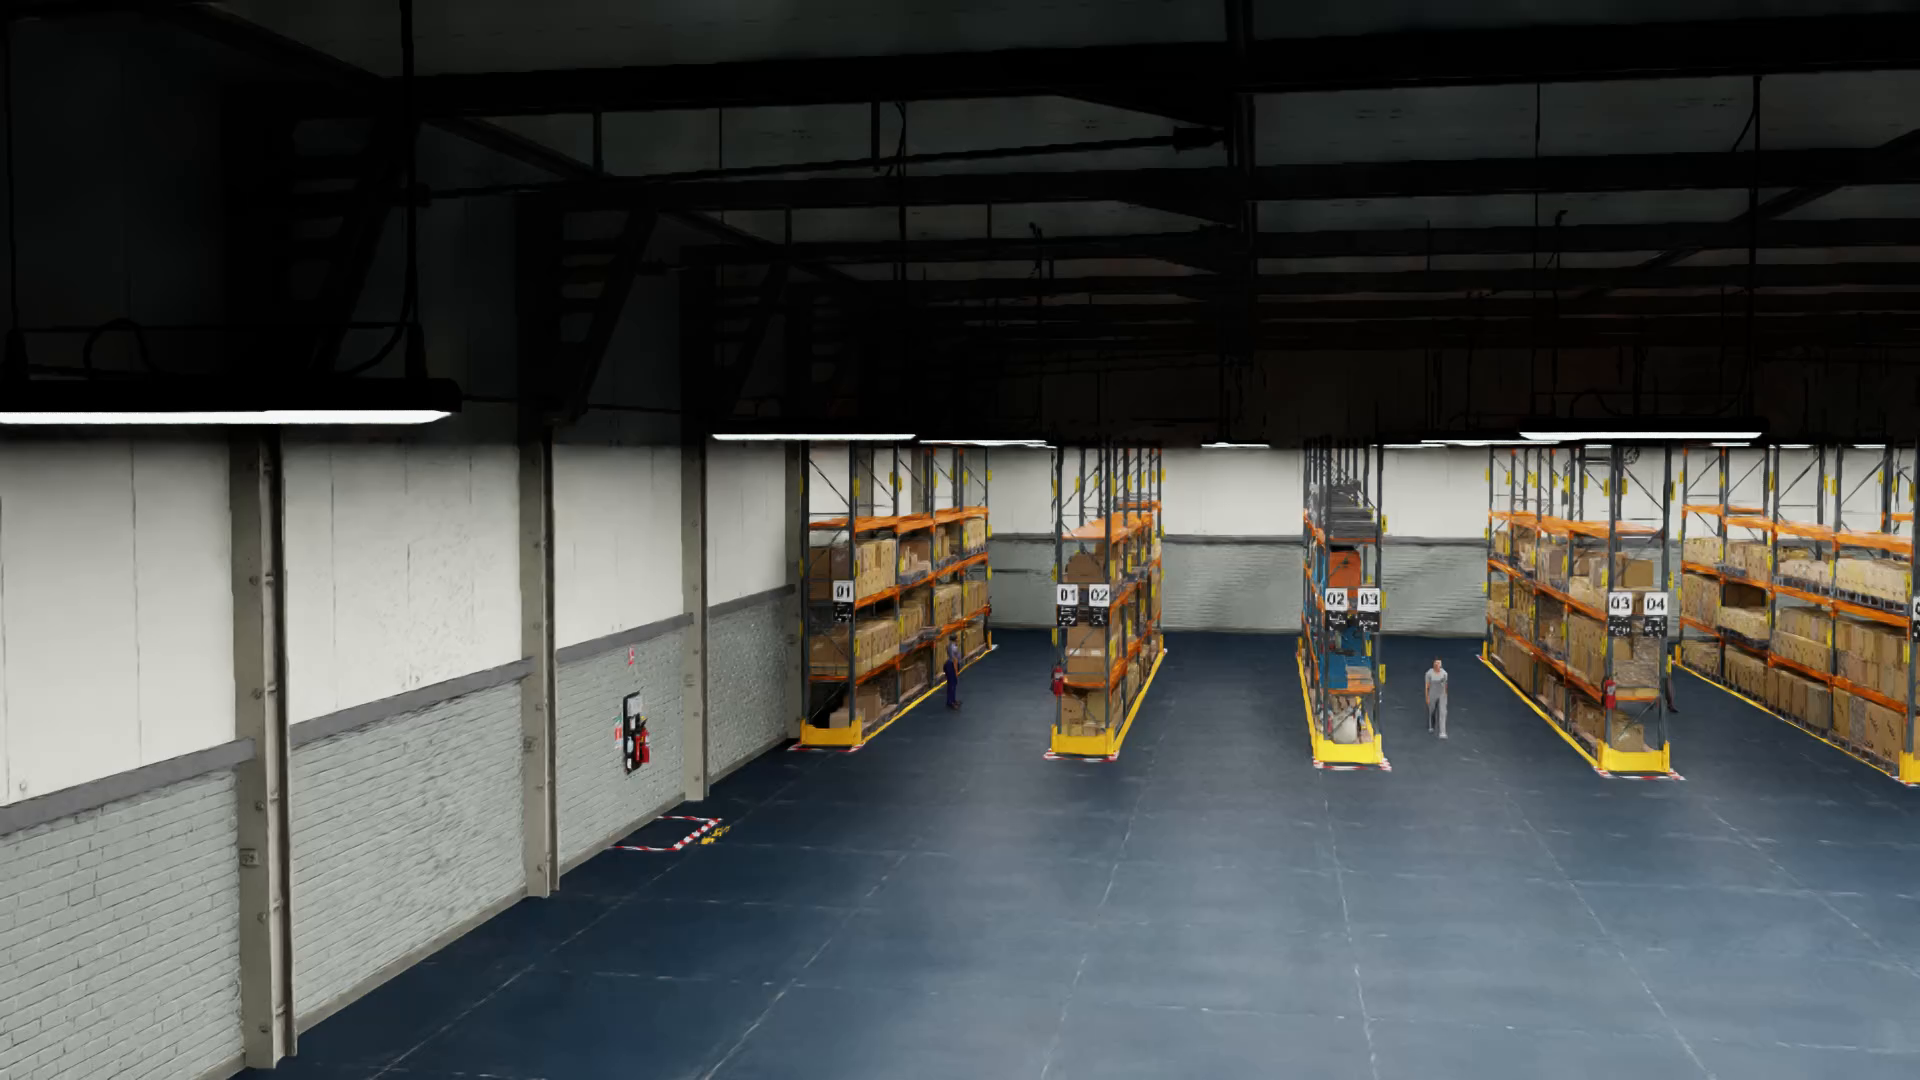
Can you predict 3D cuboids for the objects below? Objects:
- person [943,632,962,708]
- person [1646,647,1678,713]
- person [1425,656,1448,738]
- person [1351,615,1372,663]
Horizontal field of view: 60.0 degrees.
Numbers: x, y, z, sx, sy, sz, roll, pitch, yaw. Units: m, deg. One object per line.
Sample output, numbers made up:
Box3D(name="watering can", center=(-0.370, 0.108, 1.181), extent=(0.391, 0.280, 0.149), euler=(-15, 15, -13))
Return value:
Box3D(name="person", center=(-0.125, 2.884, 37.022), extent=(0.445, 1.657, 0.577), euler=(-1, 3, -15))
Box3D(name="person", center=(15.318, 2.917, 36.345), extent=(0.538, 1.662, 1.026), euler=(0, 3, 2))
Box3D(name="person", center=(9.515, 3.114, 33.234), extent=(0.446, 1.588, 1.109), euler=(1, 3, 13))
Box3D(name="person", center=(10.599, 2.454, 44.536), extent=(0.682, 1.713, 0.844), euler=(0, 3, -7))
